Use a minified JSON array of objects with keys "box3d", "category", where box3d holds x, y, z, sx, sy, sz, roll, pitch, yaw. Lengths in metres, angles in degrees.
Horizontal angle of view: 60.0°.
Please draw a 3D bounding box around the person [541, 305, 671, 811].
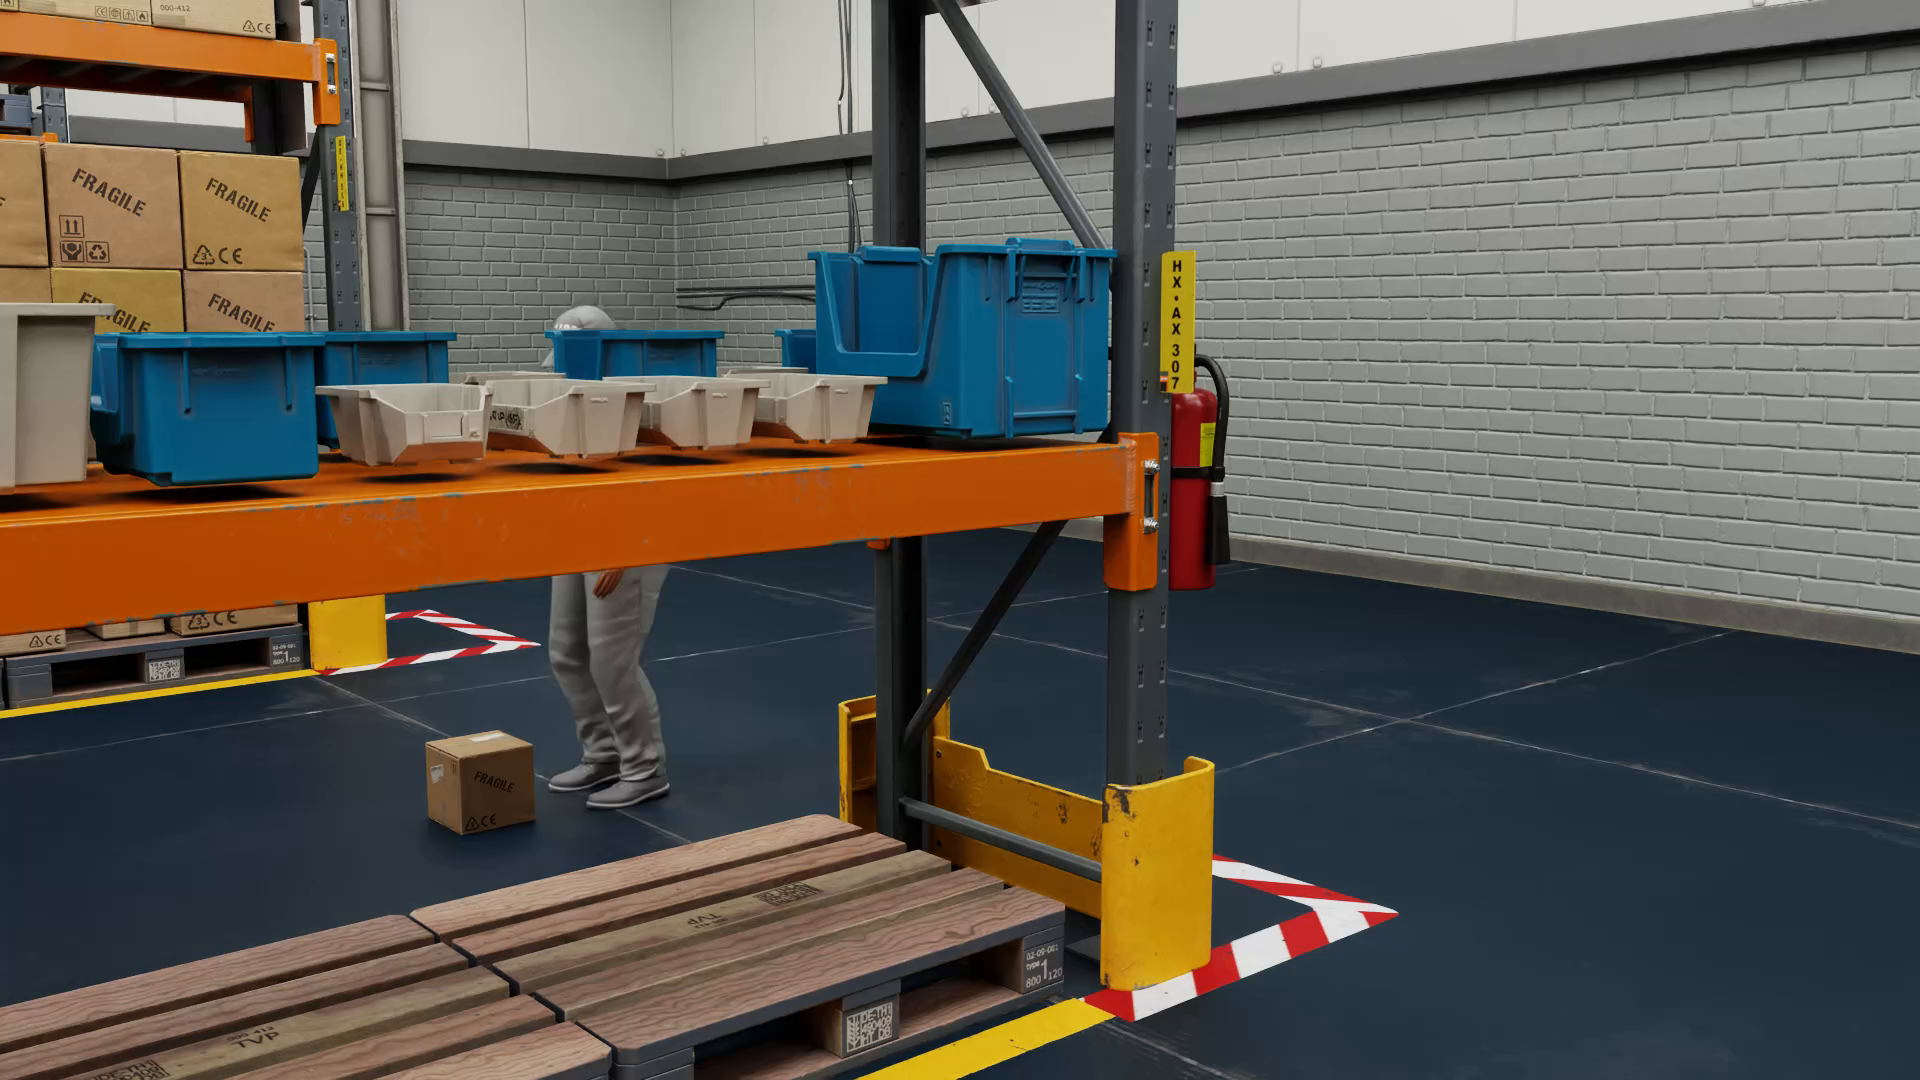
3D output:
[{"box3d":[-1.168,0.052,5.515,0.428,1.643,0.483,-6,10,-40],"category":"person"}]
